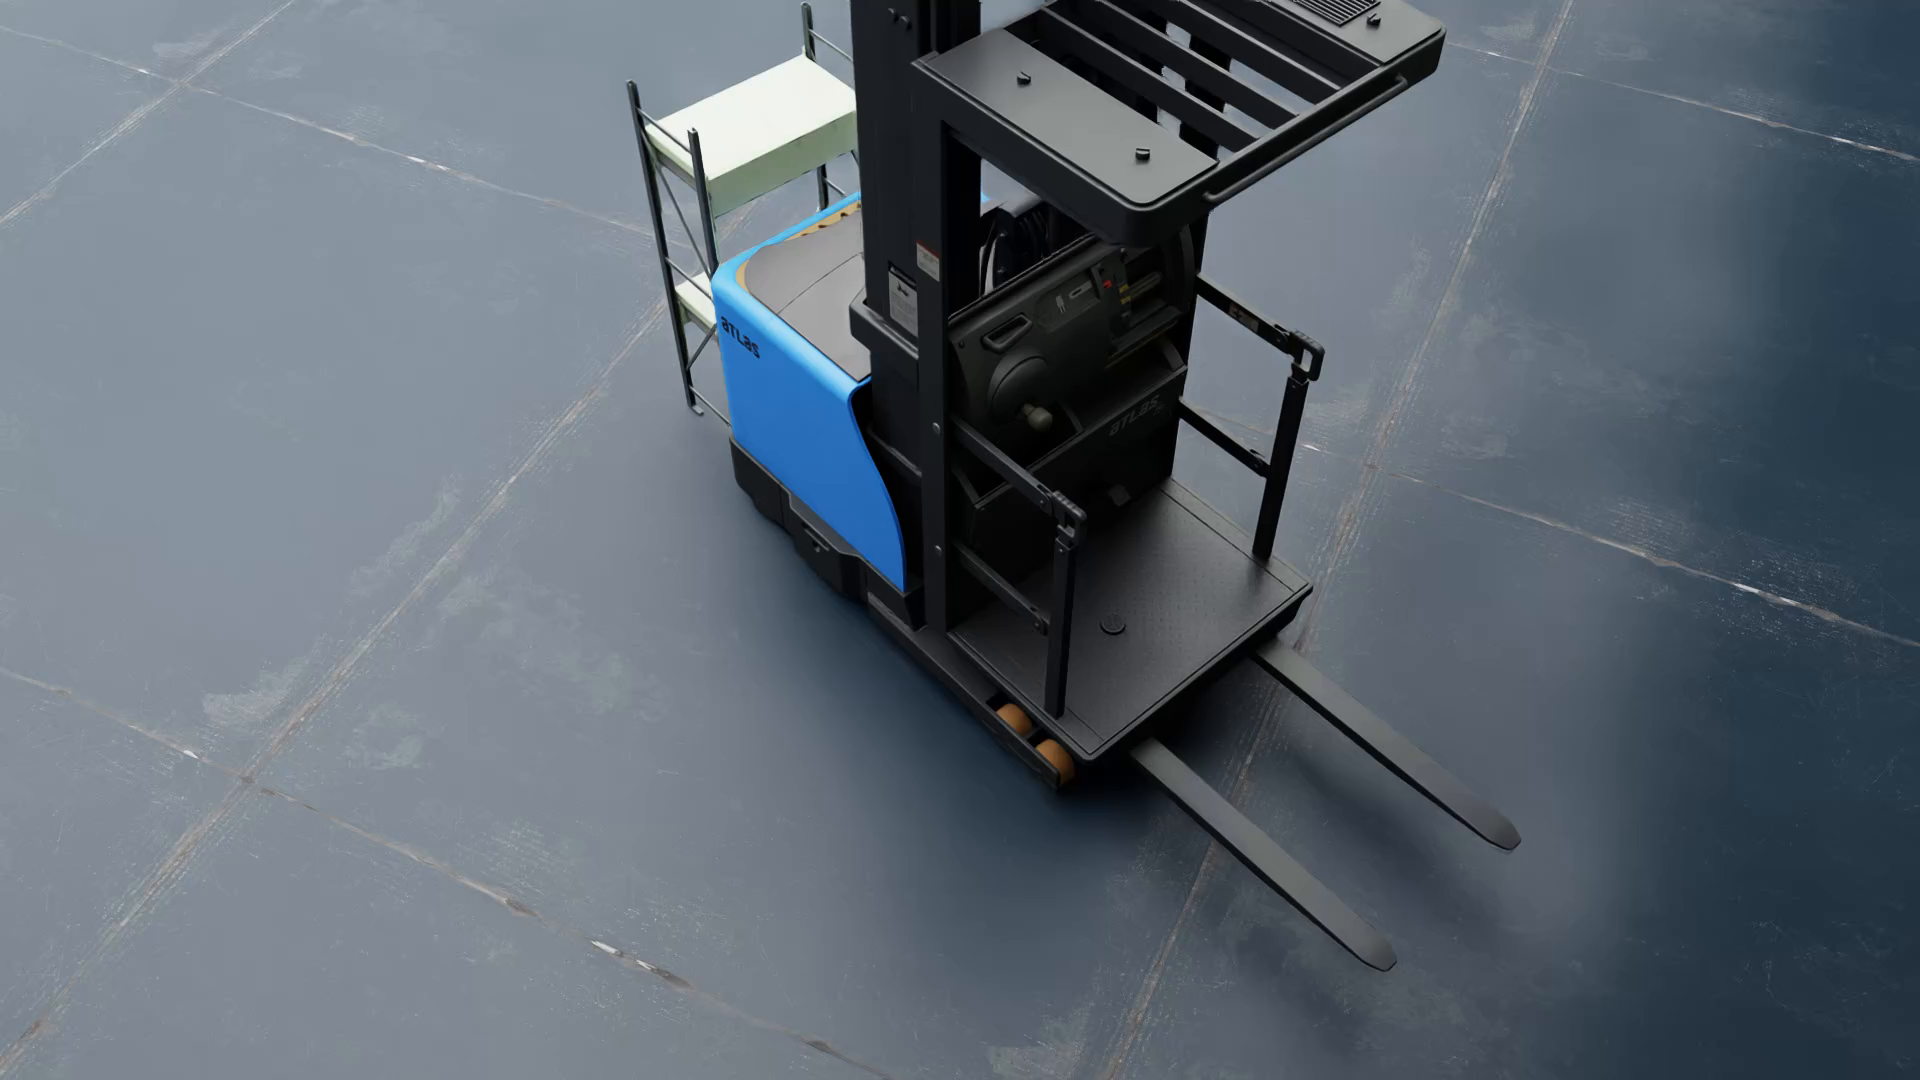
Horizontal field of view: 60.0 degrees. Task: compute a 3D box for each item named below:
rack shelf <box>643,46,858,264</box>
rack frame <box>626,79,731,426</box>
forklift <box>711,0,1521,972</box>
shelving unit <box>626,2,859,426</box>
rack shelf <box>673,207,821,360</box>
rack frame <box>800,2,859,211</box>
[{"bbox_3d":[-0.703,-1.377,5.918,0.720,0.370,0.431,-33,56,-25],"label":"rack shelf"},{"bbox_3d":[-0.976,-0.939,6.057,0.023,1.500,0.400,-33,56,-25],"label":"rack frame"},{"bbox_3d":[0.492,-0.567,4.808,1.130,2.935,3.031,-34,58,-26],"label":"forklift"},{"bbox_3d":[-0.697,-1.119,6.210,0.755,1.500,0.431,-33,56,-25],"label":"shelving unit"},{"bbox_3d":[-0.692,-0.903,6.455,0.720,0.370,0.431,-33,56,-25],"label":"rack shelf"},{"bbox_3d":[-0.418,-1.299,6.364,0.023,1.500,0.400,-33,56,-25],"label":"rack frame"}]
